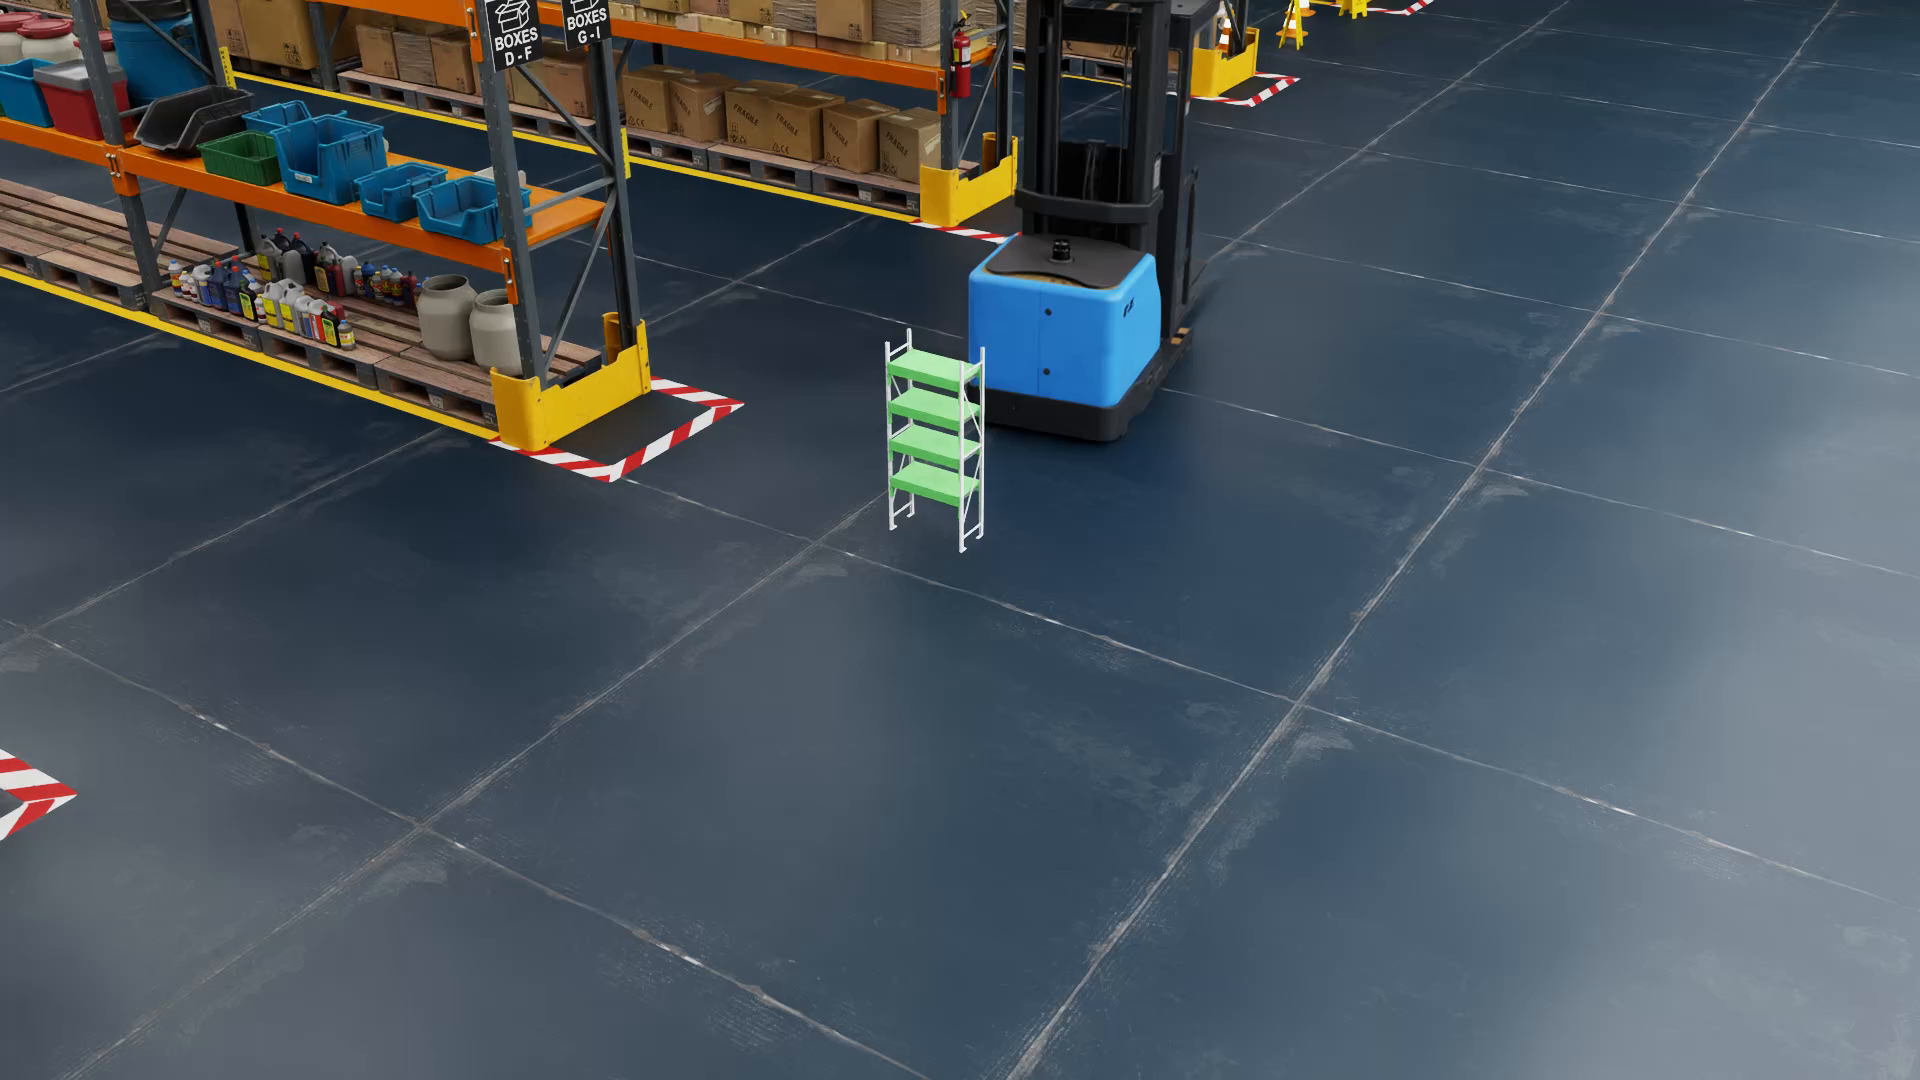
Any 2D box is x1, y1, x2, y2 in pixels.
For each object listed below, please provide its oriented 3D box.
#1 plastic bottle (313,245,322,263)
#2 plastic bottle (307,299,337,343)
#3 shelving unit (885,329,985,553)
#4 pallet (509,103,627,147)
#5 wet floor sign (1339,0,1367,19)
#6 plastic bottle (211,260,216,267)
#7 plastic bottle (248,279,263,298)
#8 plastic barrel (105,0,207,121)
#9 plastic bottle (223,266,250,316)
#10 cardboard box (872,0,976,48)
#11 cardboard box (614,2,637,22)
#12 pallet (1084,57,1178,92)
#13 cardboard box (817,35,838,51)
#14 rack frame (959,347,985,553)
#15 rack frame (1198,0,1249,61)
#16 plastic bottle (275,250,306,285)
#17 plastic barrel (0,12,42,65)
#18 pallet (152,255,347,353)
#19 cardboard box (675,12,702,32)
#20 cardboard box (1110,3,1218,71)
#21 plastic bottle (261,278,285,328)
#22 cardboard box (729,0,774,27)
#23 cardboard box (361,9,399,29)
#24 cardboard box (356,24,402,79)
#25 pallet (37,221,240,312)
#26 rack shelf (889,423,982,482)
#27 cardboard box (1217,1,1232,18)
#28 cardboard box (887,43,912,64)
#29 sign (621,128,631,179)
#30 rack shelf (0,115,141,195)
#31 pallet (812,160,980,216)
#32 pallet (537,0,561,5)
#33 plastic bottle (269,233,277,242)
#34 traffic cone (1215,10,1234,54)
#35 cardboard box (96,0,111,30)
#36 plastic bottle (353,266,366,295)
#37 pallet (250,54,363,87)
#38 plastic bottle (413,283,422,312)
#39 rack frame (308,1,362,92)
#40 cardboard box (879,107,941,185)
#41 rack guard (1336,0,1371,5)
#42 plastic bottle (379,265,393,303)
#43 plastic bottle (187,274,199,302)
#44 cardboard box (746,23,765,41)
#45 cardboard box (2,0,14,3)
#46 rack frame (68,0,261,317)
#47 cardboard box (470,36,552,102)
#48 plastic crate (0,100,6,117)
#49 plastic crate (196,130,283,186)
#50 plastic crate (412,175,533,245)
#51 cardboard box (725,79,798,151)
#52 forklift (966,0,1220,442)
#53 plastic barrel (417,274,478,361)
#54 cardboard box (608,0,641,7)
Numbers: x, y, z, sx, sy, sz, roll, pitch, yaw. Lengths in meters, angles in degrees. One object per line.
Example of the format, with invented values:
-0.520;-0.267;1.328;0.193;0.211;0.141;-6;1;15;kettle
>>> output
-4.850;-2.109;12.647;0.133;0.283;0.061;20;36;31;plastic bottle
-4.471;-1.545;11.688;0.135;0.276;0.152;18;35;28;plastic bottle
-0.140;-0.563;9.524;0.503;1.200;0.258;18;35;27;shelving unit
-3.898;-4.336;16.973;1.213;0.211;1.003;18;35;27;pallet
5.010;-6.966;21.051;0.267;0.644;0.232;-21;36;-32;wet floor sign
-5.490;-1.934;12.347;0.133;0.283;0.061;18;35;27;plastic bottle
-5.104;-1.763;12.066;0.097;0.271;0.097;0;30;0;plastic bottle
-6.038;-3.668;12.564;0.708;0.901;0.600;18;35;27;plastic barrel
-5.248;-1.821;12.087;0.185;0.351;0.144;16;34;25;plastic bottle
-0.302;-4.592;14.250;0.500;0.500;0.875;18;35;27;cardboard box
-3.011;-4.966;15.535;0.250;0.149;0.380;18;35;27;cardboard box
2.153;-5.327;18.672;1.213;0.211;1.003;18;35;27;pallet
-1.045;-4.411;14.584;0.250;0.149;0.380;18;35;27;cardboard box
0.066;-0.497;9.412;0.015;1.200;0.240;18;35;27;rack frame
2.872;-6.351;17.660;0.127;3.000;1.000;18;35;27;rack frame
-5.068;-2.062;12.573;0.135;0.276;0.152;18;35;27;plastic bottle
-7.553;-3.940;13.392;0.433;0.535;0.433;0;30;0;plastic barrel
-5.325;-1.817;12.655;1.213;0.211;1.003;18;35;27;pallet
-2.378;-4.763;15.187;0.250;0.149;0.380;18;35;27;cardboard box
2.263;-5.768;18.352;0.875;0.875;0.875;18;35;28;cardboard box
-4.888;-1.707;11.891;0.185;0.351;0.144;17;34;27;plastic bottle
-1.607;-4.966;14.891;0.500;0.500;0.875;18;35;27;cardboard box
-6.043;-5.672;17.796;0.500;0.250;0.500;19;35;29;cardboard box
-6.048;-5.344;17.977;0.500;0.500;0.700;16;34;25;cardboard box
-6.557;-2.208;13.326;1.213;0.211;1.003;18;35;27;pallet
-0.140;-0.507;9.556;0.480;0.148;0.258;18;35;27;rack shelf
3.235;-6.748;21.170;0.380;0.149;0.250;-15;33;-24;cardboard box
-0.413;-4.208;14.236;0.250;0.149;0.380;18;35;27;cardboard box
-2.187;-2.501;10.785;0.005;0.325;0.100;18;35;27;sign
-7.565;-3.444;13.391;4.000;0.370;1.077;18;35;27;rack shelf
-0.584;-3.310;15.214;1.213;0.211;1.003;18;35;27;pallet
-3.808;-5.517;16.420;1.213;0.211;1.003;18;35;27;pallet
-5.289;-2.248;12.885;0.133;0.283;0.061;19;35;30;plastic bottle
3.177;-6.004;19.582;0.334;0.463;0.336;18;35;27;traffic cone
-9.461;-6.577;19.738;0.875;0.875;1.225;18;35;27;cardboard box
-4.487;-1.948;12.452;0.097;0.201;0.097;0;30;0;plastic bottle
-7.254;-5.443;18.871;1.213;0.211;1.003;18;35;27;pallet
-3.941;-1.775;12.156;0.097;0.201;0.097;0;30;0;plastic bottle
-6.626;-6.404;17.751;0.127;3.000;1.000;18;35;27;rack frame
-0.370;-3.537;14.901;0.500;0.500;0.500;25;39;36;cardboard box
5.354;-7.432;21.992;0.348;0.500;1.175;18;35;27;rack guard
-4.229;-1.896;12.295;0.097;0.271;0.097;0;30;0;plastic bottle
-5.662;-1.873;12.325;0.097;0.201;0.097;0;30;0;plastic bottle
-1.703;-4.595;14.898;0.250;0.149;0.380;18;35;27;cardboard box
-12.047;-7.430;21.201;0.875;0.875;0.875;18;35;27;cardboard box
-5.871;-3.219;12.291;0.127;3.000;1.000;18;35;27;rack frame
-4.615;-4.902;17.220;0.500;0.500;0.700;14;33;23;cardboard box
-7.497;-3.473;12.937;0.662;0.188;0.450;18;35;27;plastic crate
-4.872;-2.643;11.514;0.662;0.188;0.450;18;35;27;plastic crate
-3.067;-2.089;10.502;0.616;0.251;0.499;18;35;27;plastic crate
-1.864;-4.027;15.740;0.500;0.500;0.500;14;33;23;cardboard box
1.060;-2.625;11.340;1.130;2.935;3.031;11;32;19;forklift
-3.506;-1.532;11.452;0.421;0.512;0.421;0;30;0;plastic barrel
-2.890;-5.358;15.562;0.500;0.500;0.875;18;35;27;cardboard box
